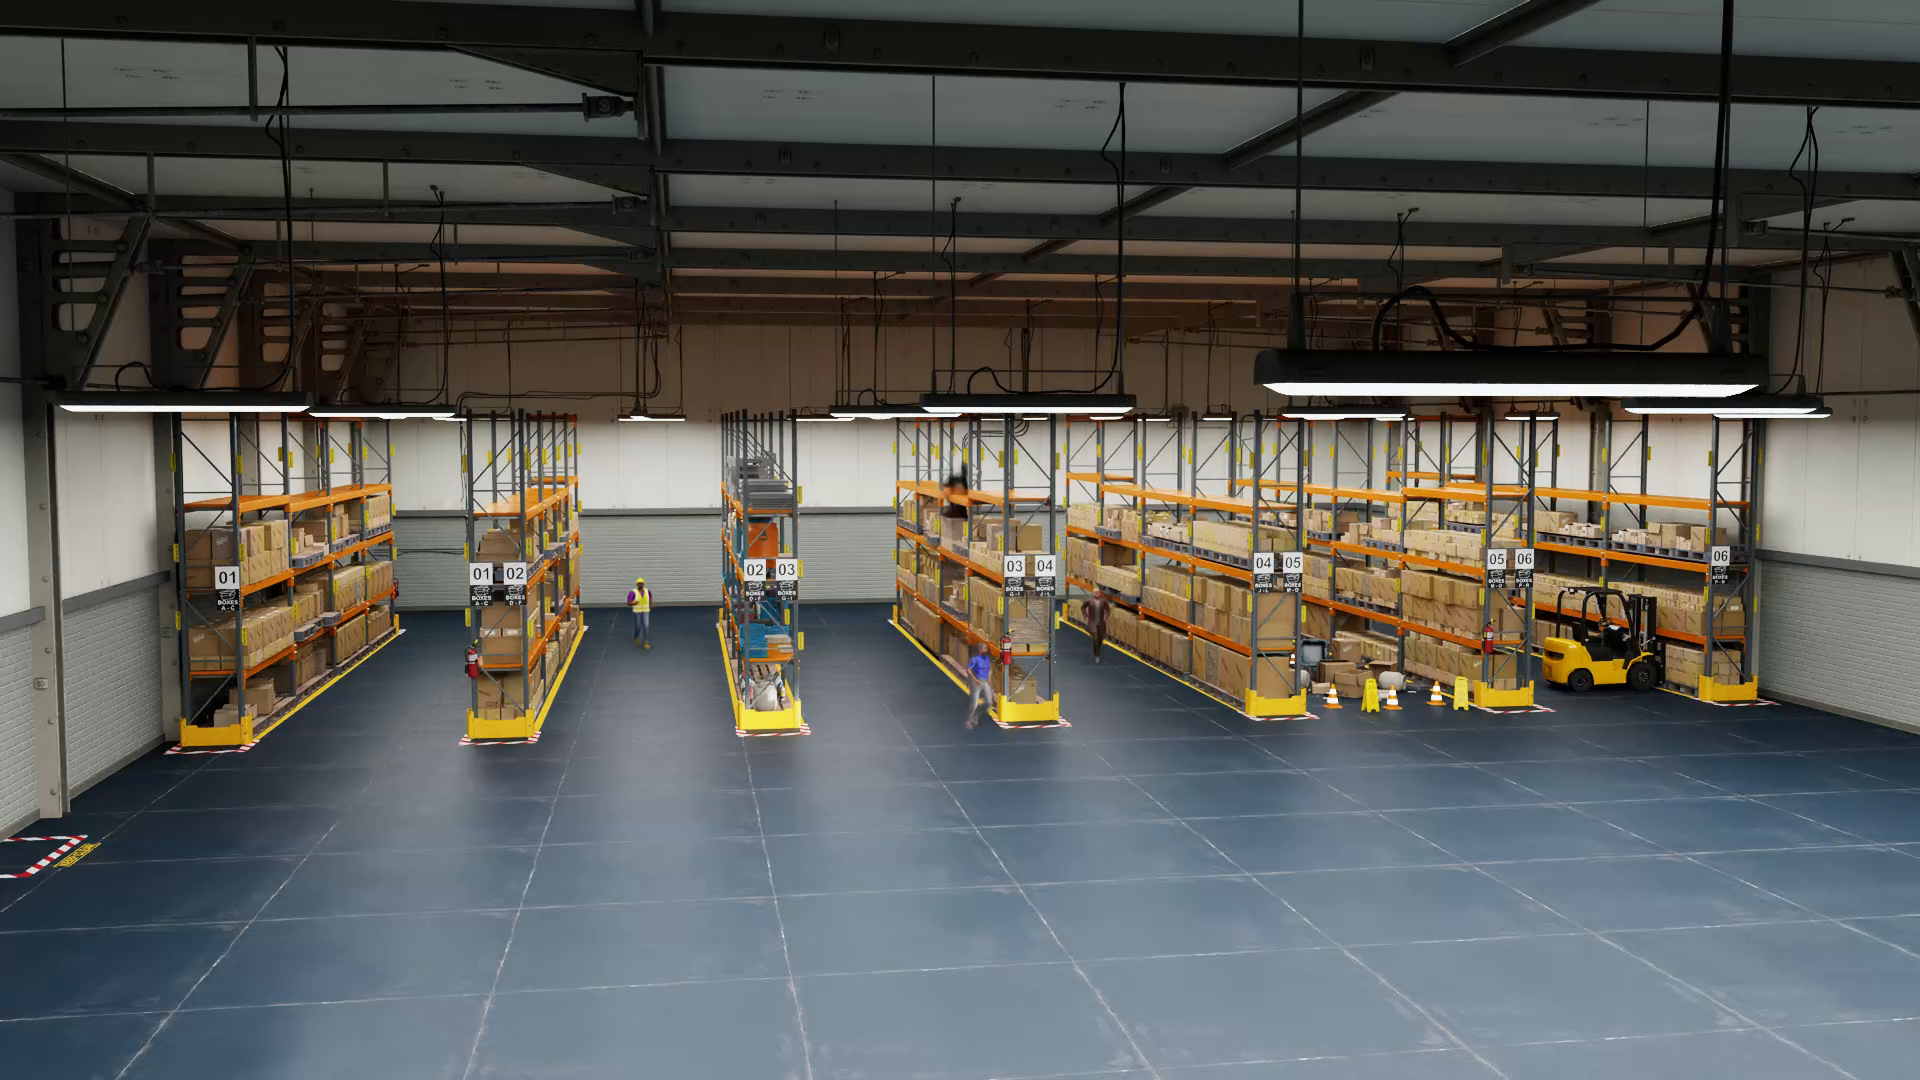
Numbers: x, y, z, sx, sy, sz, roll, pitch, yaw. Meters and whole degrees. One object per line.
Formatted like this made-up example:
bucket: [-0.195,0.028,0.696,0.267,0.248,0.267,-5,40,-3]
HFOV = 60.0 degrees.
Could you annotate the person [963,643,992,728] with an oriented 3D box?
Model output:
person: [0.408,2.738,31.365,0.636,1.601,0.545,-3,5,-38]

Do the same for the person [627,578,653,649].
person: [-8.140,1.855,42.418,0.695,1.771,0.962,-2,4,-24]

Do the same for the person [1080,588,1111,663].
person: [3.292,2.042,40.234,0.721,1.779,0.880,-1,4,-7]
